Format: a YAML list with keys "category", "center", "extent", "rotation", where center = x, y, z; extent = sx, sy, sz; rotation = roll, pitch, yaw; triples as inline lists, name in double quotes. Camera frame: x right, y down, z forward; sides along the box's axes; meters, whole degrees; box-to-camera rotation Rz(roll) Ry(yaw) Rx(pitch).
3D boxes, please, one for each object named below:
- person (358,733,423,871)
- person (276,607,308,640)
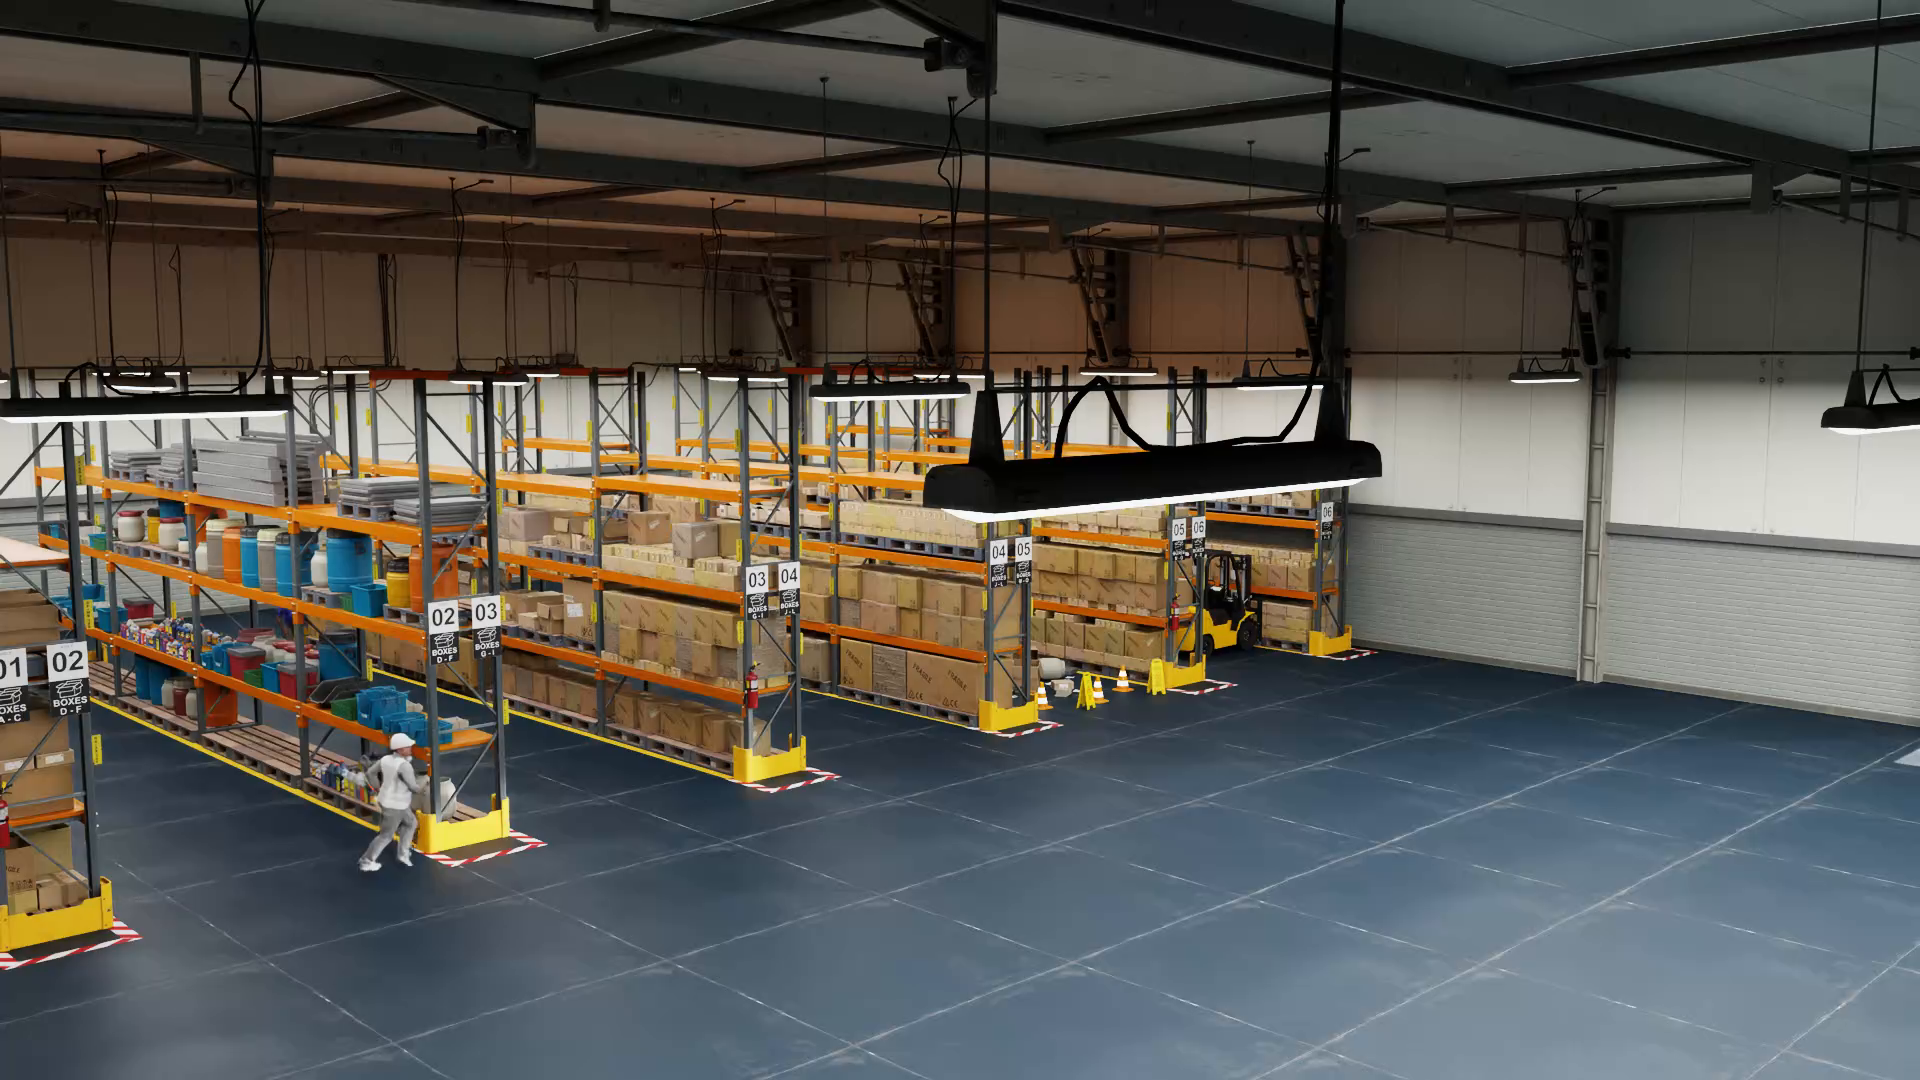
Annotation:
- category: "person"
  center: [-6.879, 3.225, 20.110]
  extent: [0.751, 1.802, 0.710]
  rotation: [-4, 8, -34]
- category: "person"
  center: [-13.455, 1.797, 33.390]
  extent: [0.864, 1.573, 0.625]
  rotation: [3, 7, 22]
